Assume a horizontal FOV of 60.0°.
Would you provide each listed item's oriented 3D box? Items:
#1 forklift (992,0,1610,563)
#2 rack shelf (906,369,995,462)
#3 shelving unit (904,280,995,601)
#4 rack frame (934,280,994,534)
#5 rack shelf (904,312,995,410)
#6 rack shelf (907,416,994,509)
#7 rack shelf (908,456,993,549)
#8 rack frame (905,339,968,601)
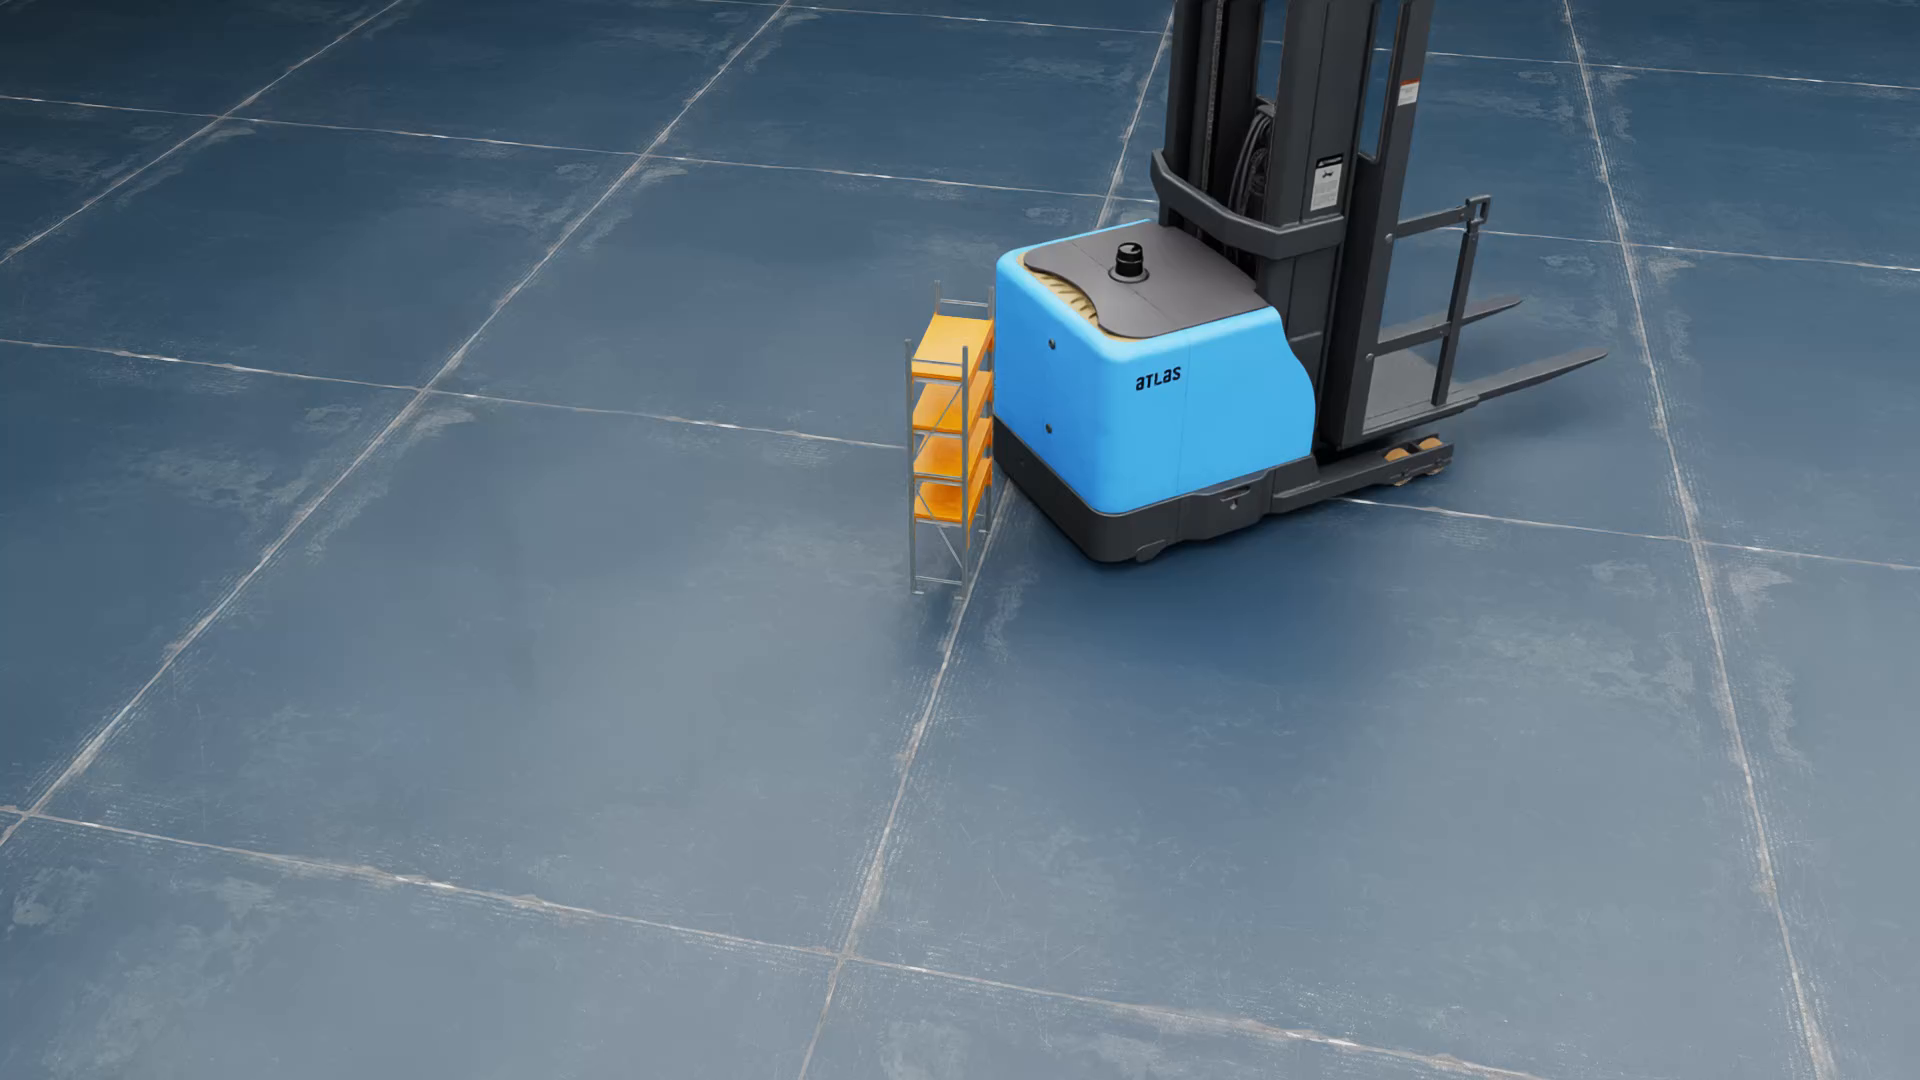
[{"bbox_3d":[1.689,-1.694,7.089,3.031,2.935,1.130,-17,39,-22],"label":"forklift"},{"bbox_3d":[-0.035,-0.518,6.675,0.258,0.148,0.480,7,37,10],"label":"rack shelf"},{"bbox_3d":[-0.035,-0.391,6.767,0.258,1.200,0.503,7,37,10],"label":"shelving unit"},{"bbox_3d":[0.017,-0.531,6.960,0.240,1.200,0.015,7,37,10],"label":"rack frame"},{"bbox_3d":[-0.035,-0.709,6.536,0.258,0.148,0.480,7,37,10],"label":"rack shelf"},{"bbox_3d":[-0.035,-0.336,6.806,0.258,0.148,0.480,7,37,10],"label":"rack shelf"},{"bbox_3d":[-0.035,-0.176,6.923,0.258,0.148,0.480,7,37,10],"label":"rack shelf"},{"bbox_3d":[-0.087,-0.251,6.574,0.240,1.200,0.015,7,37,10],"label":"rack frame"}]
